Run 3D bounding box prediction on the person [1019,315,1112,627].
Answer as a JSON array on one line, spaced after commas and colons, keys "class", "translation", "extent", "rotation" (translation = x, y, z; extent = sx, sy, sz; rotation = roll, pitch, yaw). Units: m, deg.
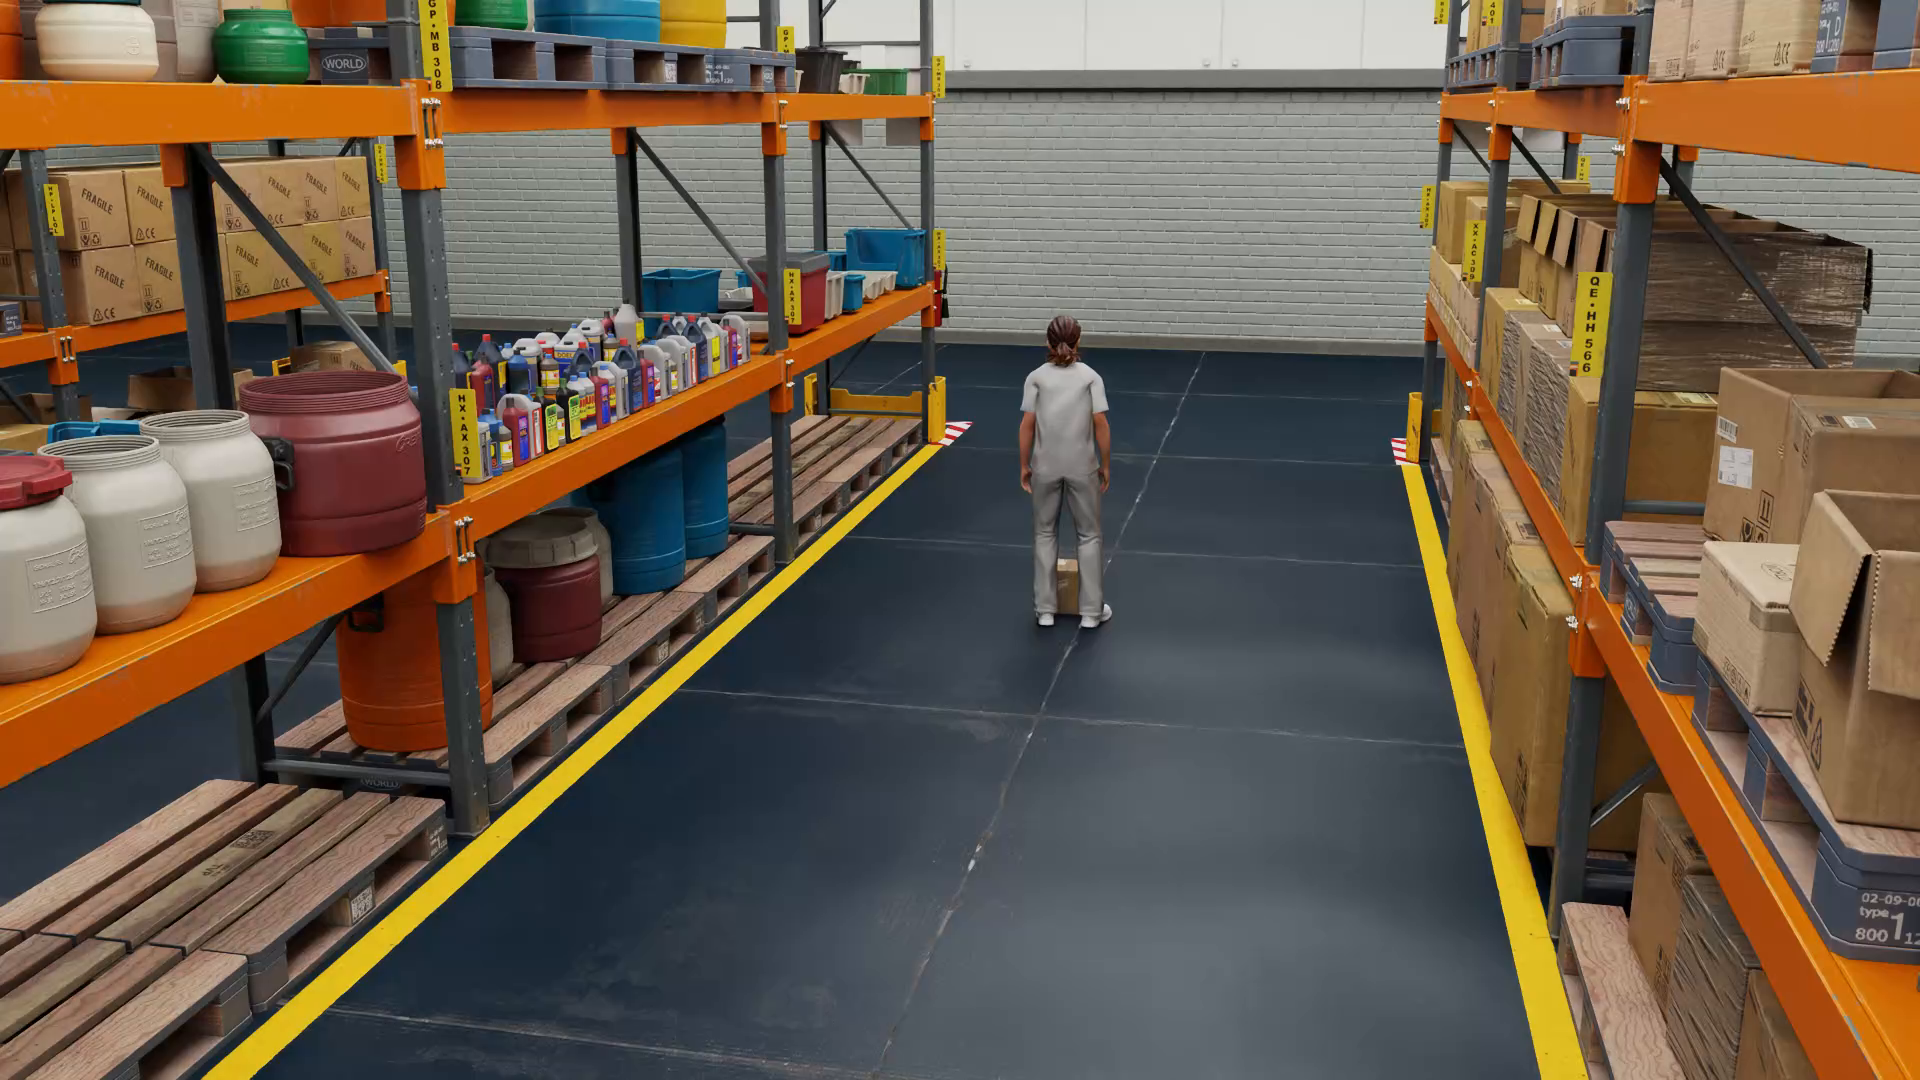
[{"class": "person", "translation": [0.570, -0.364, 8.900], "extent": [0.510, 1.671, 0.362], "rotation": [2, 15, 8]}]
